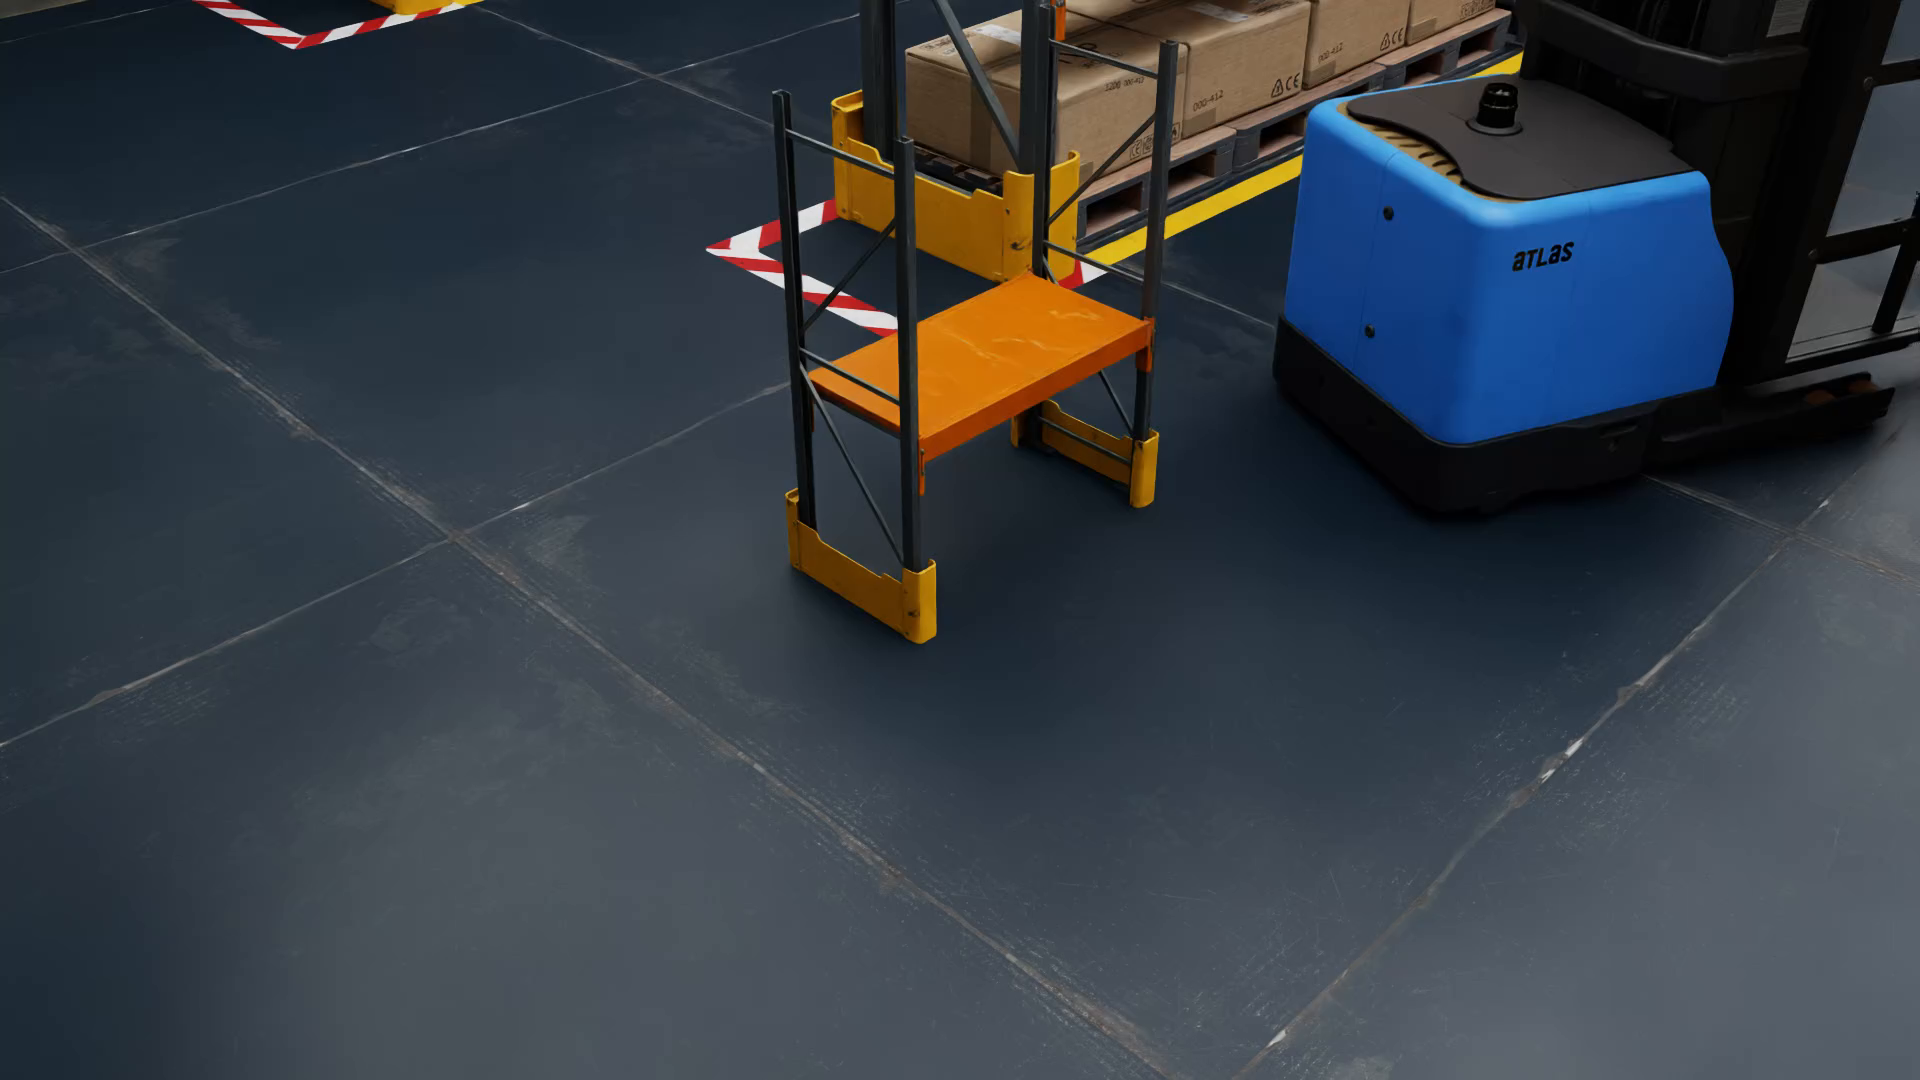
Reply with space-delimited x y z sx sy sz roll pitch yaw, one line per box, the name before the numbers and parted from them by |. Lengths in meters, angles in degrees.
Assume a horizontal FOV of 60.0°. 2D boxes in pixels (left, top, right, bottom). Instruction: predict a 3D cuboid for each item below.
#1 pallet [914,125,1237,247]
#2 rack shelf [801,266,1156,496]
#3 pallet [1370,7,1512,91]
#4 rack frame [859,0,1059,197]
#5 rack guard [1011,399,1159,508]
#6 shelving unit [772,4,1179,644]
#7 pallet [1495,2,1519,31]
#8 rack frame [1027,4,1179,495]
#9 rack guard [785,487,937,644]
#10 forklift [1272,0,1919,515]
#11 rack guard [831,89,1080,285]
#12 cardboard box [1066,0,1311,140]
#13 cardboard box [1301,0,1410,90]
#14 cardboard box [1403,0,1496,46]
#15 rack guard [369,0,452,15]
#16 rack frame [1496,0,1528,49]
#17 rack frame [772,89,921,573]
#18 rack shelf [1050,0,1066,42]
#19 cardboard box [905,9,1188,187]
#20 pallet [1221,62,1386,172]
pallet | 0.488 -1.727 7.542 1.003 0.211 1.213 30 45 35
rack shelf | 0.060 -0.502 4.974 0.538 0.185 1.000 30 45 35
pallet | 2.208 -2.718 8.962 1.003 0.211 1.213 30 45 35
rack frame | -0.019 -2.515 6.234 1.000 3.000 0.127 30 45 35
rack guard | 0.405 -0.336 5.513 0.587 0.250 0.087 30 45 35
shelving unit | 0.054 -0.646 4.865 0.587 1.500 1.083 30 45 35
pallet | 3.289 -3.338 9.852 1.003 0.211 1.213 30 45 35
rack frame | 0.418 -0.856 5.167 0.500 1.500 0.032 30 45 35
rack guard | -0.297 0.069 4.933 0.587 0.250 0.087 30 45 35
forklift | 2.690 -1.817 5.294 3.031 2.935 1.130 -13 37 -18
rack guard | -0.036 -1.480 6.935 1.175 0.500 0.348 30 45 35
cardboard box | 1.013 -2.319 7.826 0.875 0.438 0.875 -29 44 -34
cardboard box | 1.650 -2.685 8.350 0.875 0.438 0.875 28 44 34
cardboard box | 2.280 -3.048 8.871 0.875 0.438 0.875 29 44 35
rack guard | -3.491 -3.519 9.859 1.175 0.500 0.348 30 45 35
rack frame | 2.799 -4.139 8.562 1.000 3.000 0.127 30 45 35
rack frame | -0.298 -0.443 4.575 0.500 1.500 0.032 30 45 35
rack shelf | 1.390 -3.032 7.604 1.077 0.370 4.000 30 45 35
cardboard box | 0.375 -1.944 7.288 0.875 0.438 0.875 28 44 34
pallet | 1.348 -2.220 8.249 1.003 0.211 1.213 30 45 35
